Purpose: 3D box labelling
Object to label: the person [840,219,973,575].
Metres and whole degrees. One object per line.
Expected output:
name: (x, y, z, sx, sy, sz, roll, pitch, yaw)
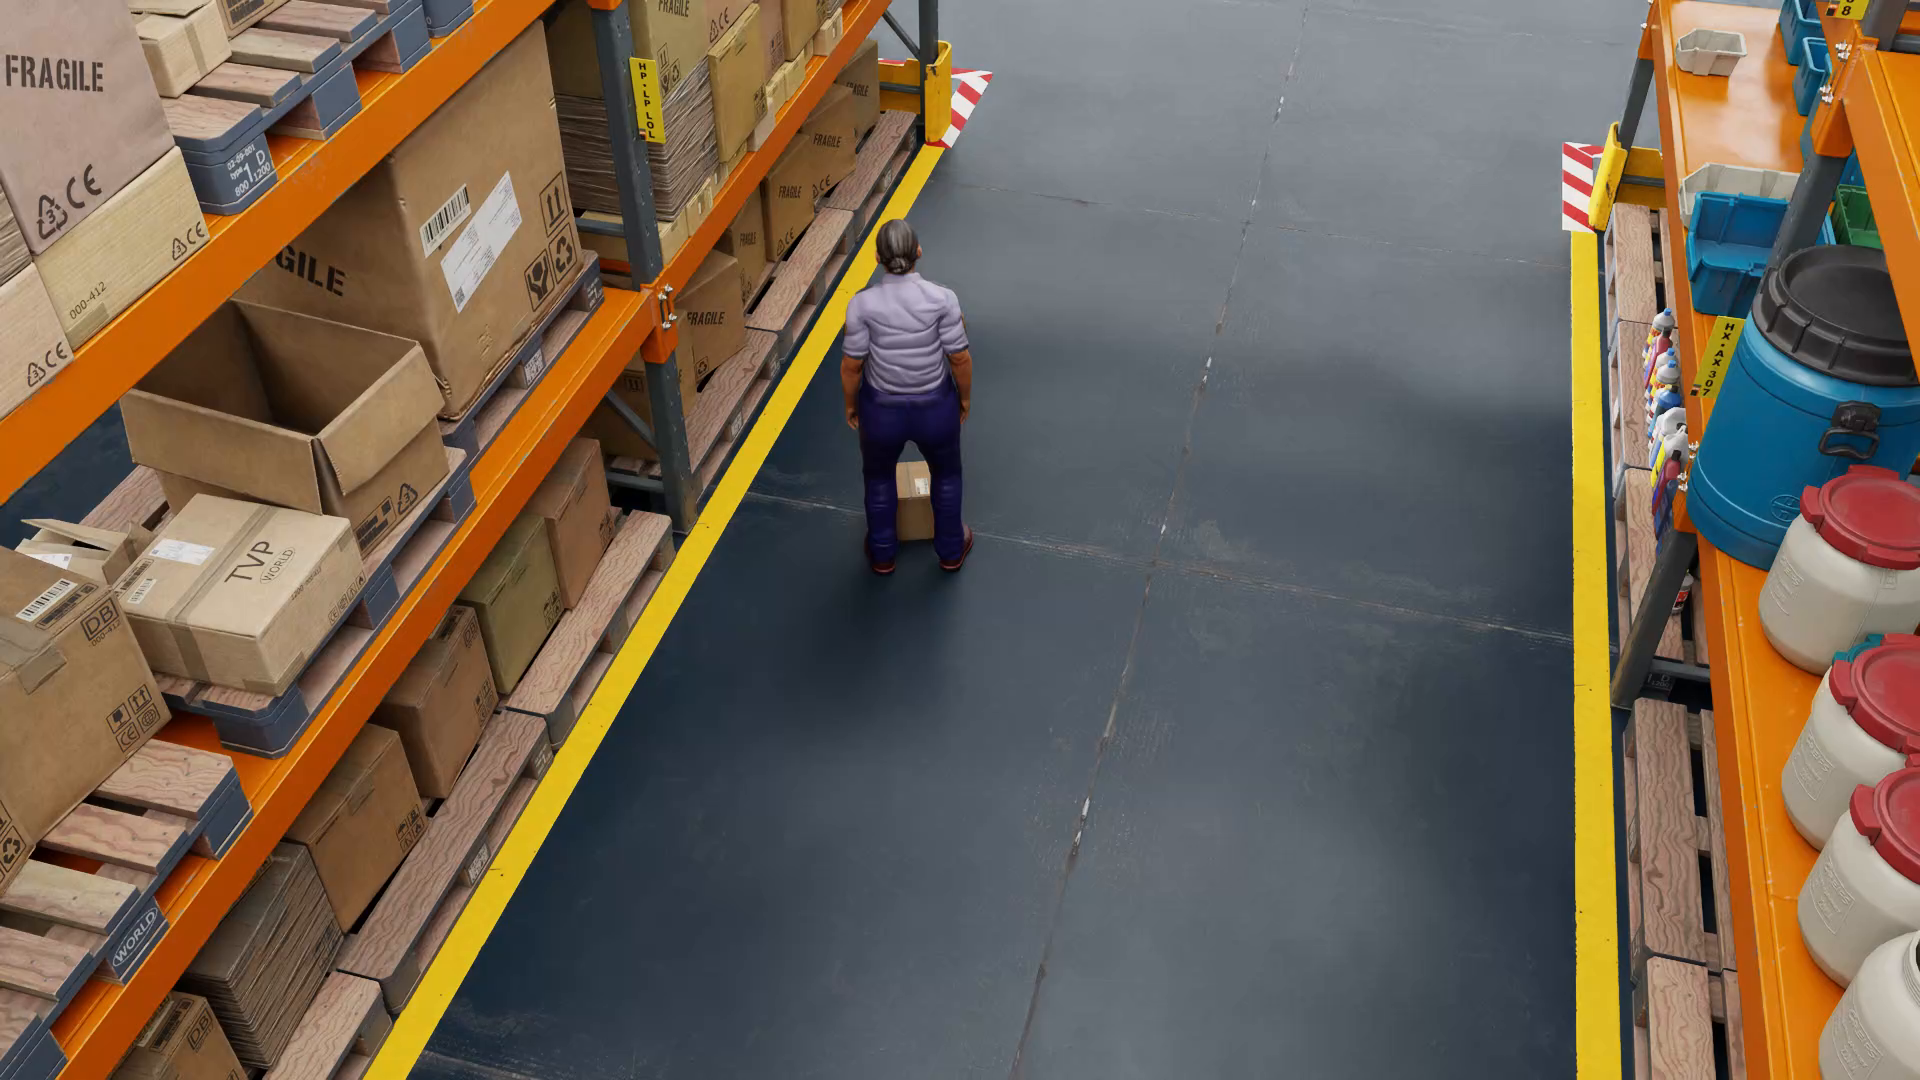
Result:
person: (-0.206, -0.541, 6.781, 0.544, 1.651, 0.369, -2, 41, -3)
